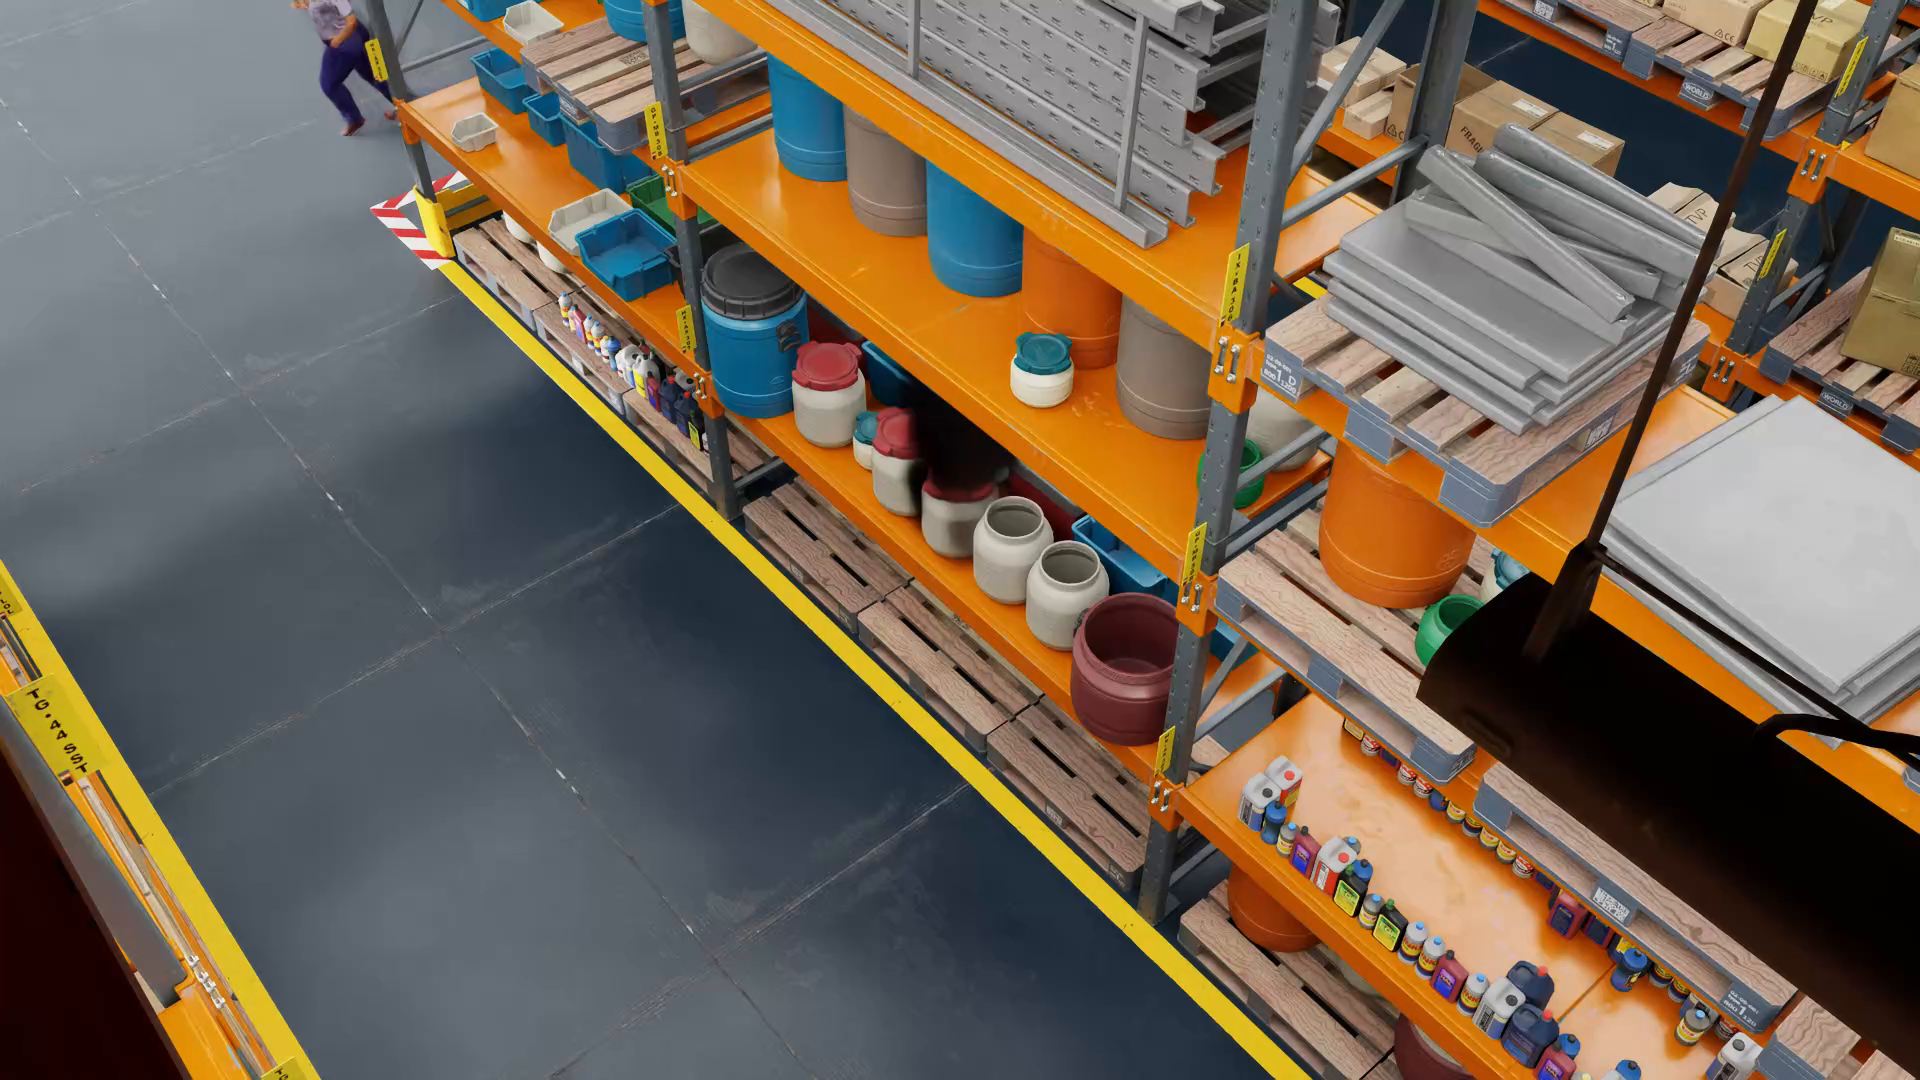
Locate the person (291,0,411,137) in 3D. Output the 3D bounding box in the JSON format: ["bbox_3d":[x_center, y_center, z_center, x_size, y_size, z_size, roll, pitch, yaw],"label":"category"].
[{"bbox_3d":[-5.047,-4.045,13.722,0.732,1.693,0.602,-3,47,-3],"label":"person"}]
